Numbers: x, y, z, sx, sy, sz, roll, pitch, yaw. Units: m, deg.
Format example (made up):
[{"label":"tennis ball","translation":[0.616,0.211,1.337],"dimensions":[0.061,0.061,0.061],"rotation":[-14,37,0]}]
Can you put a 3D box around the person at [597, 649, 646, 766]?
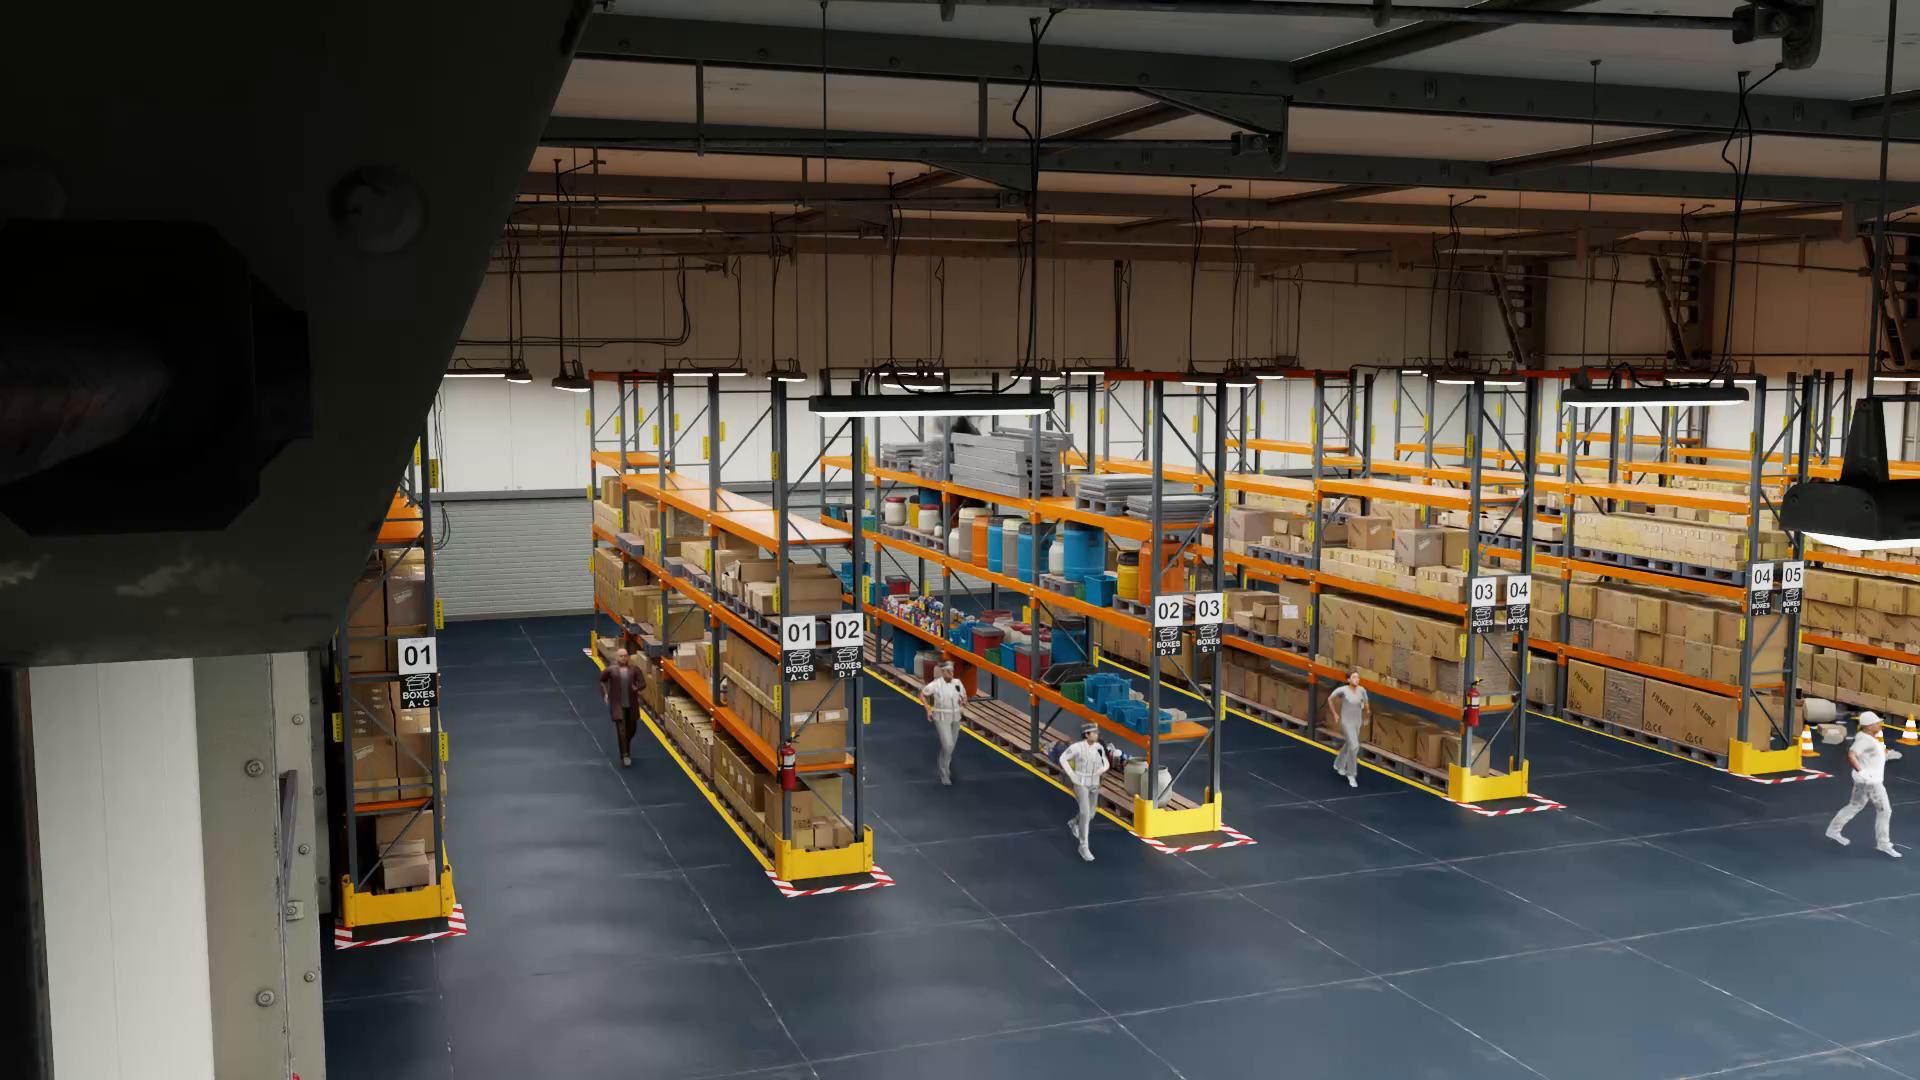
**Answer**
[{"label":"person","translation":[-5.225,2.560,25.822],"dimensions":[0.714,1.754,1.033],"rotation":[-3,7,-23]}]

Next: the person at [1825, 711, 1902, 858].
[{"label":"person","translation":[11.503,3.078,21.098],"dimensions":[0.857,1.826,0.672],"rotation":[2,7,18]}]

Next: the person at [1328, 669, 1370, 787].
[{"label":"person","translation":[5.793,2.759,24.687],"dimensions":[0.553,1.724,0.764],"rotation":[-3,7,-23]}]

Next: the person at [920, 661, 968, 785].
[{"label":"person","translation":[-0.186,2.706,24.728],"dimensions":[0.631,1.850,0.754],"rotation":[-4,8,-32]}]

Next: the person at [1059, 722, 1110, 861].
[{"label":"person","translation":[1.635,3.147,21.263],"dimensions":[0.632,1.679,0.915],"rotation":[-4,7,-31]}]
